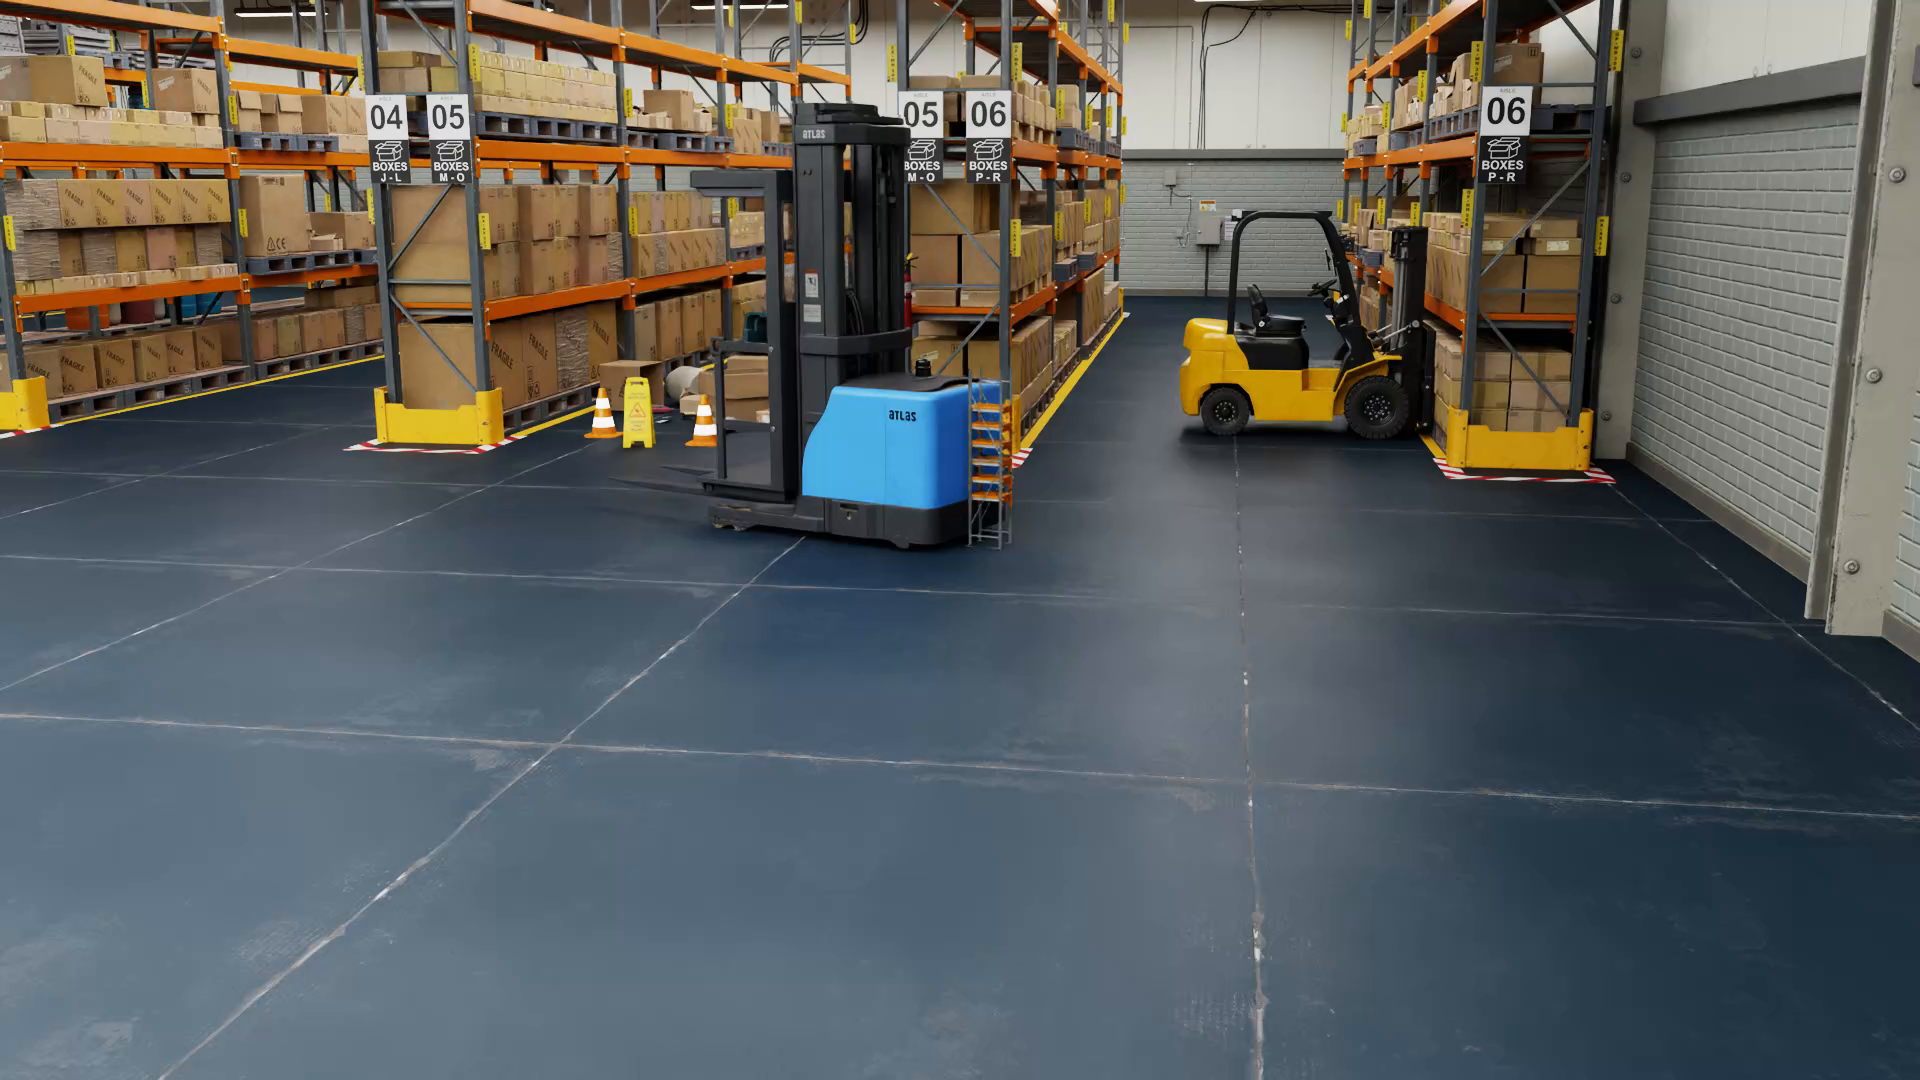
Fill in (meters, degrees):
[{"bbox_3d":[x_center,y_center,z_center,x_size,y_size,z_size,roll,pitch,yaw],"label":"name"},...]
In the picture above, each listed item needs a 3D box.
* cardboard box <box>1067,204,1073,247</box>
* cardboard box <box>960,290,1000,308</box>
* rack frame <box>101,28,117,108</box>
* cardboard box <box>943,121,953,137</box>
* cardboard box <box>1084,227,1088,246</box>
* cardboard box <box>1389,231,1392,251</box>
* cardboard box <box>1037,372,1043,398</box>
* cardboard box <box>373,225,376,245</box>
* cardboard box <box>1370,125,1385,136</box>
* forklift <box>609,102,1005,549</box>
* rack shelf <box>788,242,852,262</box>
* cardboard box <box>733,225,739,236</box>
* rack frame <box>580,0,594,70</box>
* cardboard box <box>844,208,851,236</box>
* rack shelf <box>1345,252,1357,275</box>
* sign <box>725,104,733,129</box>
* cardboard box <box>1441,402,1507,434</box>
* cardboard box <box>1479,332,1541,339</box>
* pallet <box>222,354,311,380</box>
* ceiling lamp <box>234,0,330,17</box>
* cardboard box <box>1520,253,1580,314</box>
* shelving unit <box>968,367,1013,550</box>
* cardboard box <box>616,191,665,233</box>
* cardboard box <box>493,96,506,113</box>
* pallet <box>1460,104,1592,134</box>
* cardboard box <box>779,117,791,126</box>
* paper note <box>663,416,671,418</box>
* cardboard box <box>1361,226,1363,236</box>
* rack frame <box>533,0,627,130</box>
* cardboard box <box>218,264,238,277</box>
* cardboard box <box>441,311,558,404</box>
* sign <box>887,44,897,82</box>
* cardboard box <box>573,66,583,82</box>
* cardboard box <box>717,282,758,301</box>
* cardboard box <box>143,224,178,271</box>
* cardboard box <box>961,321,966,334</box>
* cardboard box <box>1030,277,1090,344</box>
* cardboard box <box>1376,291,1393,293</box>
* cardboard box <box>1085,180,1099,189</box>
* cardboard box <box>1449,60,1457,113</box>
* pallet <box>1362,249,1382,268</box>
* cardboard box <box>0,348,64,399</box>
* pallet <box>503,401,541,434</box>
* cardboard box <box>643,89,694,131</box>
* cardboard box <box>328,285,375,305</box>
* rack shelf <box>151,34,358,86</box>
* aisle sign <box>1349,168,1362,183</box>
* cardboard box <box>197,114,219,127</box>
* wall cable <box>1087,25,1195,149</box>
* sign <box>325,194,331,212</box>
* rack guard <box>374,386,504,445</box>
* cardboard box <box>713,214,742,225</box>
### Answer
[{"bbox_3d":[1.089,-3.807,20.099,0.500,0.500,0.500,2,12,8],"label":"cardboard box"},{"bbox_3d":[0.209,-2.221,15.276,0.380,0.149,0.250,2,12,9],"label":"cardboard box"},{"bbox_3d":[-17.167,-9.186,32.758,1.000,3.000,0.127,2,12,9],"label":"rack frame"},{"bbox_3d":[-0.269,-3.707,15.050,0.380,0.149,0.250,2,12,9],"label":"cardboard box"},{"bbox_3d":[1.505,-4.214,23.095,0.500,0.250,0.500,2,12,8],"label":"cardboard box"},{"bbox_3d":[5.700,-3.768,21.025,0.500,0.250,0.500,2,12,10],"label":"cardboard box"},{"bbox_3d":[0.588,-1.625,17.444,0.500,0.250,0.500,2,12,10],"label":"cardboard box"},{"bbox_3d":[-8.778,-4.426,24.673,0.500,0.500,0.500,2,12,10],"label":"cardboard box"},{"bbox_3d":[6.053,-5.845,23.739,0.380,0.149,0.250,2,12,10],"label":"cardboard box"},{"bbox_3d":[-1.206,-1.581,11.874,3.031,2.935,1.130,7,14,31],"label":"forklift"},{"bbox_3d":[-2.801,-4.982,29.198,1.077,0.370,4.000,2,12,9],"label":"rack shelf"},{"bbox_3d":[-3.411,-4.463,23.976,0.380,0.149,0.250,2,12,11],"label":"cardboard box"},{"bbox_3d":[-7.379,-8.864,31.265,1.000,3.000,0.127,2,12,9],"label":"rack frame"},{"bbox_3d":[-2.308,-5.842,30.539,0.500,0.500,0.500,2,12,10],"label":"cardboard box"},{"bbox_3d":[7.011,-4.683,27.809,1.077,0.370,4.000,2,12,9],"label":"rack shelf"},{"bbox_3d":[-3.177,-5.823,22.856,0.100,0.325,0.005,2,12,9],"label":"sign"},{"bbox_3d":[4.618,-1.089,14.957,0.500,0.250,0.500,2,12,9],"label":"cardboard box"},{"bbox_3d":[5.365,-1.878,16.244,0.500,0.250,0.500,2,12,8],"label":"cardboard box"},{"bbox_3d":[-9.106,-2.233,21.352,1.003,0.211,1.213,2,12,9],"label":"pallet"},{"bbox_3d":[-14.282,-12.516,34.356,2.000,3.185,0.800,2,12,9],"label":"ceiling lamp"},{"bbox_3d":[5.208,-2.263,14.636,0.500,0.500,0.500,2,12,10],"label":"cardboard box"},{"bbox_3d":[0.205,-0.547,11.185,0.258,1.200,0.189,5,13,23],"label":"shelving unit"},{"bbox_3d":[-4.113,-4.105,20.813,0.700,0.500,0.500,2,12,9],"label":"cardboard box"},{"bbox_3d":[-4.546,-4.131,15.784,0.380,0.149,0.250,2,12,9],"label":"cardboard box"},{"bbox_3d":[4.992,-3.689,14.582,1.003,0.211,1.213,2,12,9],"label":"pallet"},{"bbox_3d":[-2.825,-6.802,27.040,0.380,0.149,0.250,2,12,8],"label":"cardboard box"},{"bbox_3d":[-3.070,-1.289,17.449,0.032,0.001,0.123,10,15,38],"label":"paper note"},{"bbox_3d":[6.110,-4.481,24.487,0.396,0.266,0.258,2,12,11],"label":"cardboard box"},{"bbox_3d":[-4.339,-6.185,18.831,1.000,3.000,0.127,2,12,9],"label":"rack frame"},{"bbox_3d":[-8.967,-3.257,20.081,0.380,0.149,0.250,2,12,9],"label":"cardboard box"},{"bbox_3d":[-4.782,-1.912,17.294,0.875,0.875,0.875,2,12,8],"label":"cardboard box"},{"bbox_3d":[-0.593,-4.201,14.646,0.100,0.325,0.005,2,12,9],"label":"sign"},{"bbox_3d":[-4.235,-4.942,17.654,0.380,0.149,0.250,2,12,9],"label":"cardboard box"},{"bbox_3d":[-3.301,-3.676,24.586,0.500,0.250,0.500,2,12,8],"label":"cardboard box"},{"bbox_3d":[-9.444,-3.326,18.863,0.875,0.500,0.500,2,12,9],"label":"cardboard box"},{"bbox_3d":[-0.150,-2.131,16.471,0.380,0.149,0.250,2,12,10],"label":"cardboard box"},{"bbox_3d":[1.371,-3.253,23.514,0.875,0.875,0.875,2,12,8],"label":"cardboard box"},{"bbox_3d":[6.234,-3.521,24.109,0.380,0.149,0.250,2,12,9],"label":"cardboard box"},{"bbox_3d":[2.103,-5.690,26.625,0.380,0.149,0.250,2,12,8],"label":"cardboard box"},{"bbox_3d":[5.069,-4.321,15.826,0.797,0.503,0.637,2,12,10],"label":"cardboard box"},{"bbox_3d":[6.123,-3.835,22.623,1.213,0.211,1.003,2,12,9],"label":"pallet"},{"bbox_3d":[-9.727,-1.714,17.262,0.500,0.500,0.500,4,13,19],"label":"cardboard box"},{"bbox_3d":[-4.909,-1.225,16.677,1.003,0.211,1.213,2,12,9],"label":"pallet"},{"bbox_3d":[-3.714,-5.483,21.224,0.500,0.500,0.500,2,12,9],"label":"cardboard box"},{"bbox_3d":[-8.683,-3.486,23.656,0.500,0.250,0.500,2,12,11],"label":"cardboard box"},{"bbox_3d":[-8.917,-6.235,21.724,1.077,0.370,4.000,2,12,9],"label":"rack shelf"},{"bbox_3d":[7.039,-6.745,29.501,0.394,0.787,0.004,2,12,9],"label":"aisle sign"},{"bbox_3d":[-8.989,-4.945,19.607,0.380,0.149,0.250,2,12,10],"label":"cardboard box"},{"bbox_3d":[3.752,-9.712,35.196,2.355,3.000,0.029,2,12,9],"label":"wall cable"},{"bbox_3d":[-9.158,-4.850,24.128,0.100,0.325,0.005,2,12,9],"label":"sign"},{"bbox_3d":[-4.958,-1.192,15.839,1.175,0.500,0.348,2,12,9],"label":"rack guard"},{"bbox_3d":[-3.381,-4.655,24.160,0.380,0.149,0.250,2,12,8],"label":"cardboard box"}]
